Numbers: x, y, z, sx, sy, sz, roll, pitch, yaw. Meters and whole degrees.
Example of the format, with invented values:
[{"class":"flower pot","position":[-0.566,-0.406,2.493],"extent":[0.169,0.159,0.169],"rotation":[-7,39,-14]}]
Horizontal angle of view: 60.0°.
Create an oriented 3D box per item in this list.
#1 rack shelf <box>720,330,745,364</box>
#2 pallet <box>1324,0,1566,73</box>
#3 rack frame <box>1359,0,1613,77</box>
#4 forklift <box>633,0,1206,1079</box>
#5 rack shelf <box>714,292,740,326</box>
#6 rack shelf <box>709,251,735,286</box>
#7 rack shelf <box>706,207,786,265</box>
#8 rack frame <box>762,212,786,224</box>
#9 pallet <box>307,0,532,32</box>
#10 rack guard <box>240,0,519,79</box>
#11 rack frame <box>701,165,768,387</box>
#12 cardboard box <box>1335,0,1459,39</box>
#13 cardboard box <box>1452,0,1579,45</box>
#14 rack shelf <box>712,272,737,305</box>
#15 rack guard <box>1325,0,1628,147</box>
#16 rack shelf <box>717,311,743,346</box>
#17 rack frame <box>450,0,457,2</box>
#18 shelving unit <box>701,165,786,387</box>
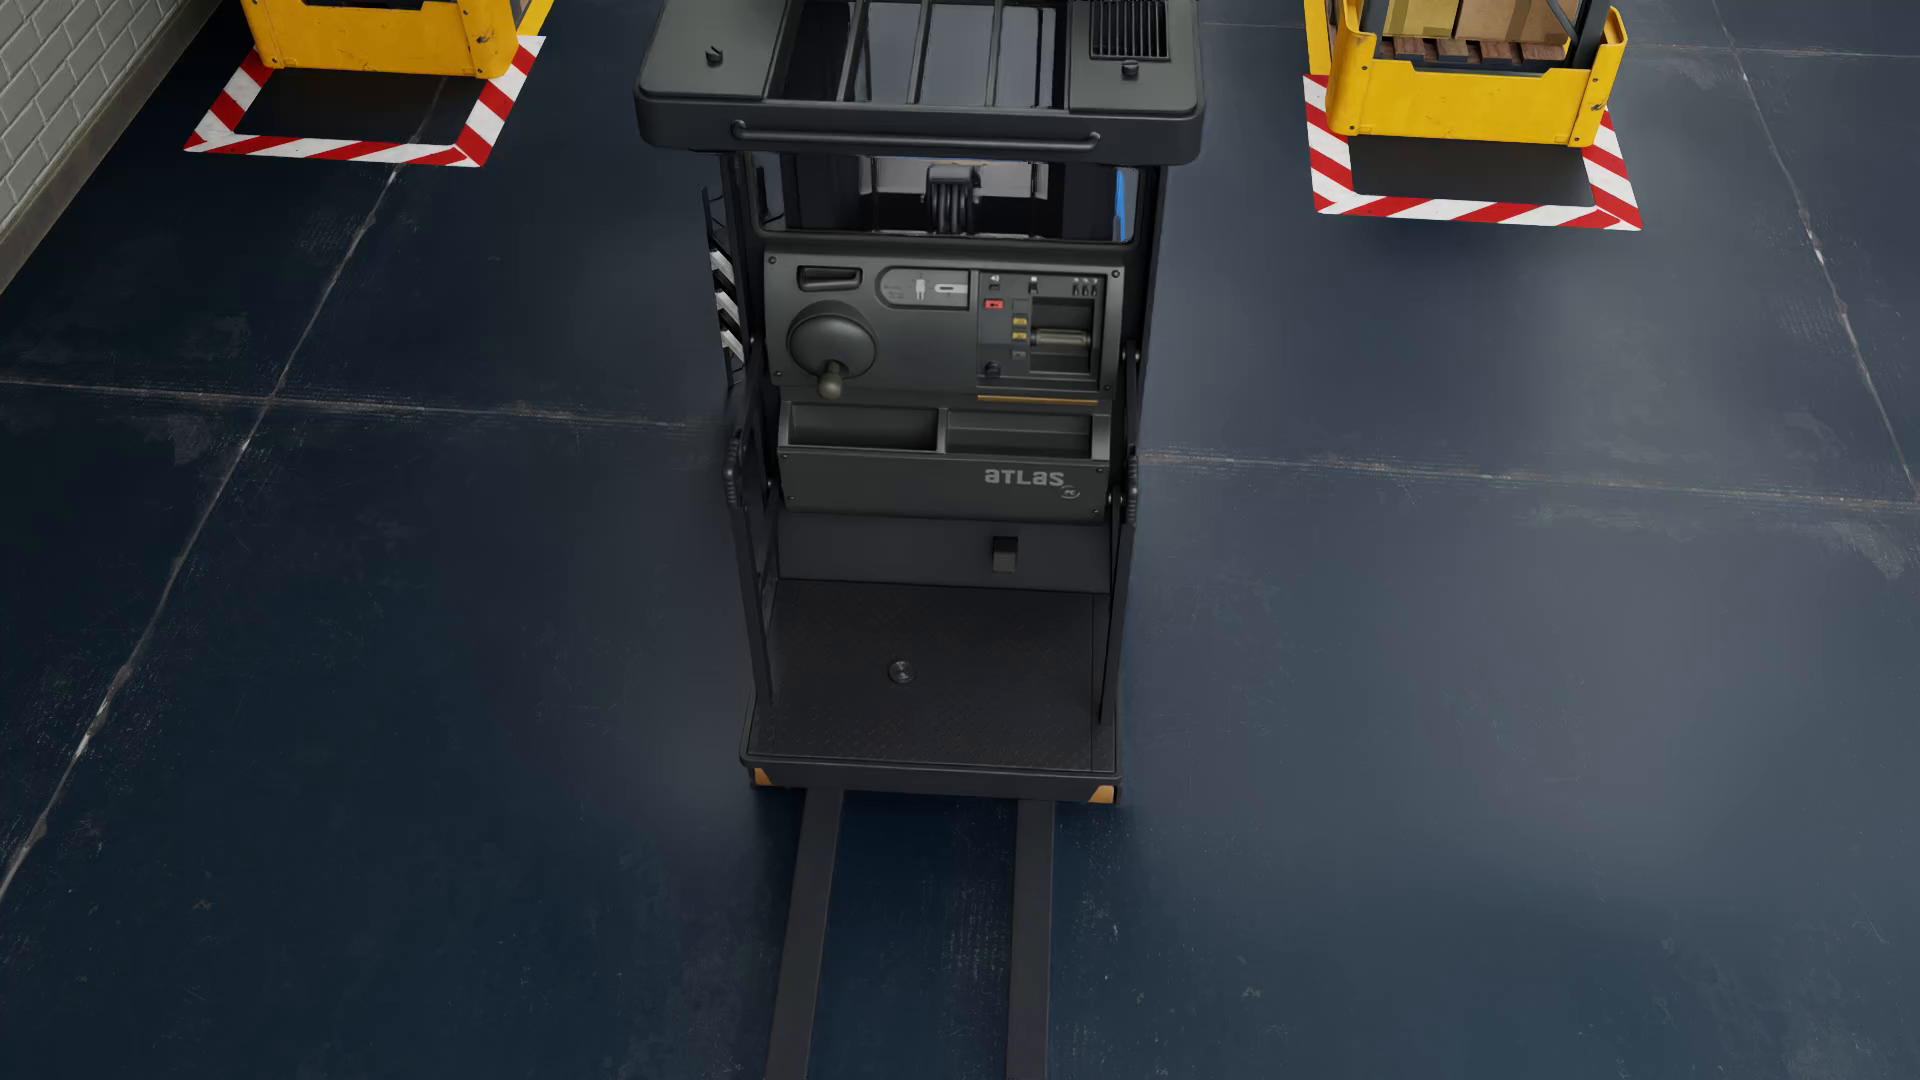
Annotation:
[{"class":"rack shelf","position":[-0.717,-0.726,6.093],"extent":[0.258,0.077,0.200],"rotation":[-27,53,-22]},{"class":"pallet","position":[2.269,-2.547,7.937],"extent":[1.003,0.211,1.213],"rotation":[4,48,4]},{"class":"rack frame","position":[2.241,-2.924,6.391],"extent":[1.000,3.000,0.127],"rotation":[4,48,4]},{"class":"forklift","position":[-0.056,-0.454,4.179],"extent":[1.130,2.935,3.031],"rotation":[3,48,2]},{"class":"rack shelf","position":[-0.717,-0.847,5.960],"extent":[0.258,0.077,0.200],"rotation":[-27,53,-22]},{"class":"rack shelf","position":[-0.717,-0.969,5.827],"extent":[0.258,0.077,0.200],"rotation":[-27,53,-22]},{"class":"rack shelf","position":[-0.717,-1.029,5.761],"extent":[0.258,0.077,0.200],"rotation":[-27,53,-22]},{"class":"rack frame","position":[-0.660,-0.808,5.879],"extent":[0.240,0.900,0.006],"rotation":[-27,53,-22]},{"class":"pallet","position":[-2.576,-2.963,8.317],"extent":[1.003,0.211,1.213],"rotation":[4,48,4]},{"class":"rack guard","position":[-2.686,-2.466,7.667],"extent":[1.175,0.500,0.348],"rotation":[4,48,4]},{"class":"rack frame","position":[-0.774,-0.932,5.992],"extent":[0.240,0.900,0.006],"rotation":[-27,53,-22]},{"class":"cardboard box","position":[1.995,-2.551,7.629],"extent":[0.500,0.250,0.500],"rotation":[4,48,4]},{"class":"cardboard box","position":[2.511,-2.516,7.598],"extent":[0.500,0.250,0.500],"rotation":[4,48,4]},{"class":"rack shelf","position":[-0.717,-0.908,5.894],"extent":[0.258,0.077,0.200],"rotation":[-27,53,-22]},{"class":"rack guard","position":[2.239,-2.062,7.297],"extent":[1.175,0.500,0.348],"rotation":[4,48,4]},{"class":"rack shelf","position":[-0.717,-0.787,6.027],"extent":[0.258,0.077,0.200],"rotation":[-27,53,-22]},{"class":"rack frame","position":[-2.693,-3.254,6.693],"extent":[1.000,3.000,0.127],"rotation":[4,48,4]},{"class":"shelving unit","position":[-0.717,-0.870,5.936],"extent":[0.258,0.900,0.210],"rotation":[-27,53,-22]}]
